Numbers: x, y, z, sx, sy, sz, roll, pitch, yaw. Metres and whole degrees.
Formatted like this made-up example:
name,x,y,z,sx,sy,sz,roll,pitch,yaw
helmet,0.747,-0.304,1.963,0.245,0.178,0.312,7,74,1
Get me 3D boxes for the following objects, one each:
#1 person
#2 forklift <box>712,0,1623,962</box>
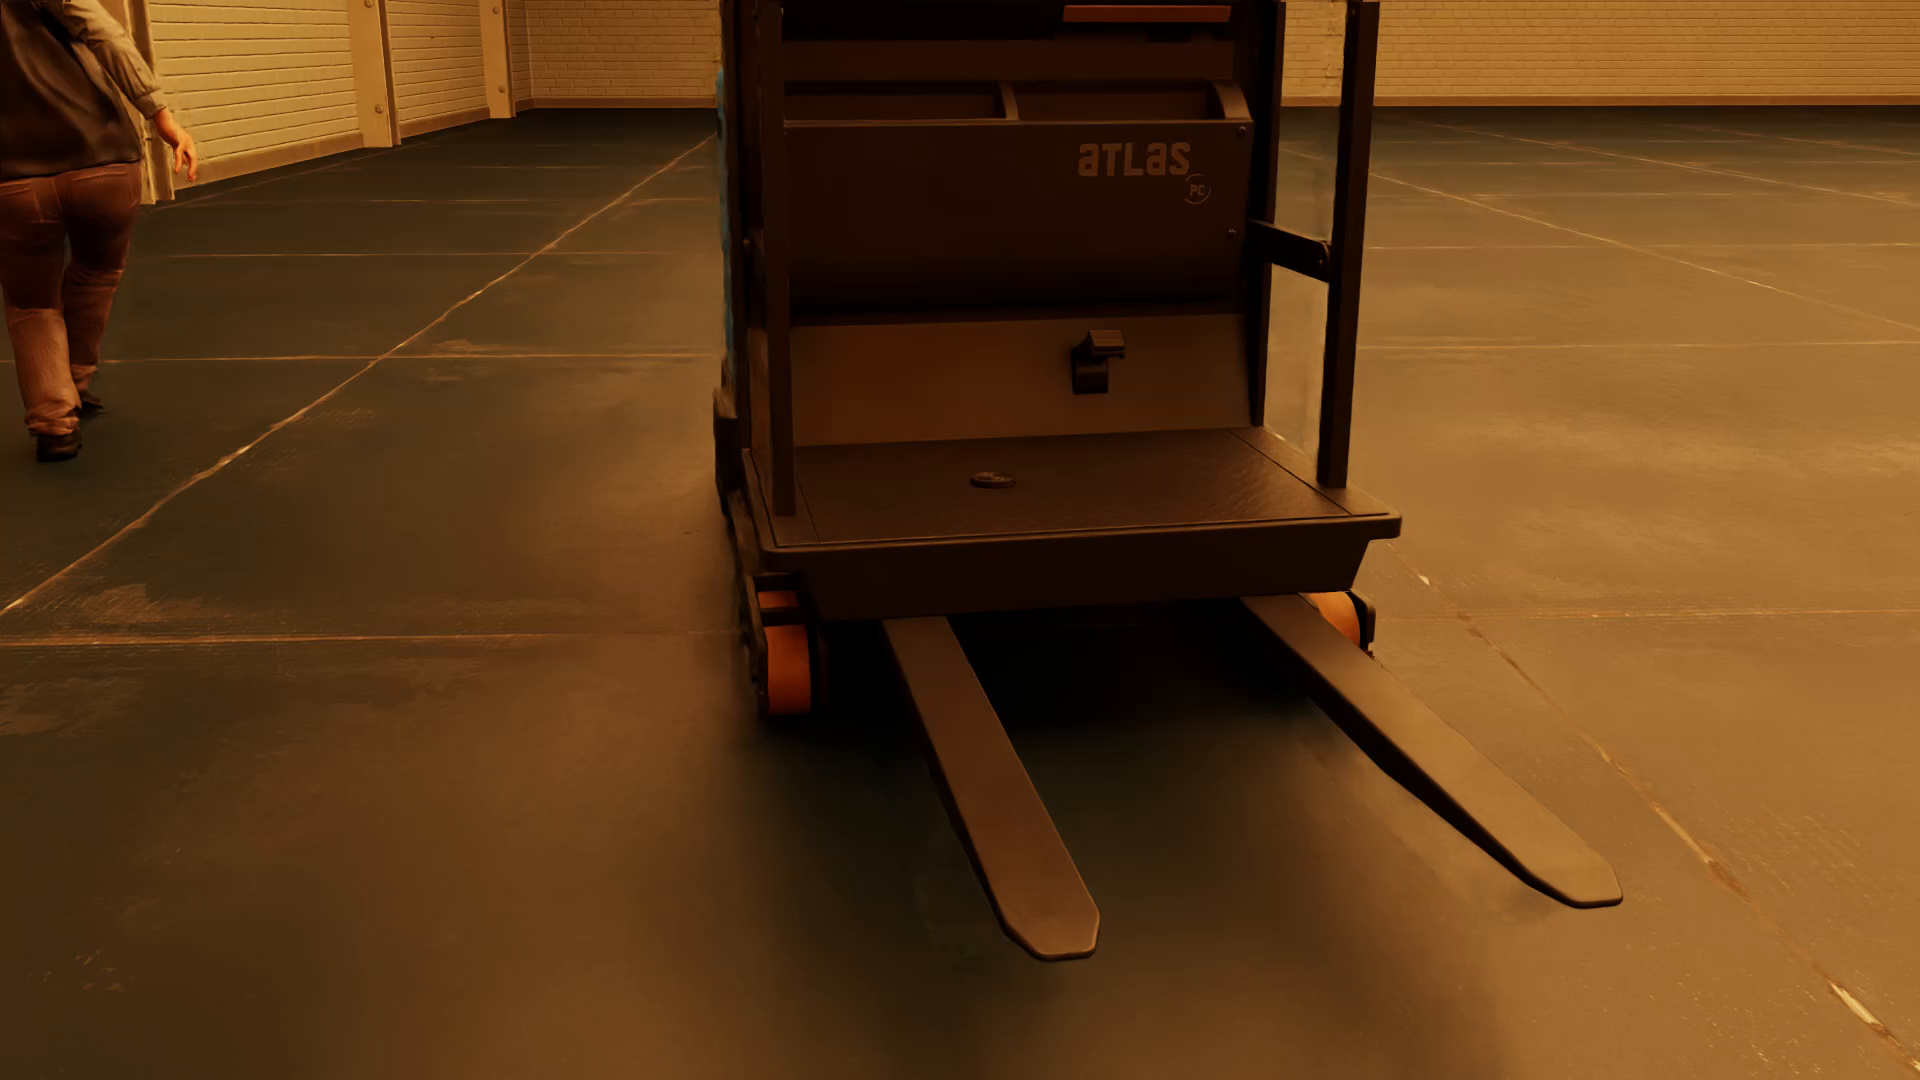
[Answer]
name,x,y,z,sx,sy,sz,roll,pitch,yaw
person,-2.537,-1.065,4.759,0.748,1.567,0.762,-5,18,-16
forklift,0.136,-1.206,2.850,1.130,2.935,3.031,-3,17,-10
